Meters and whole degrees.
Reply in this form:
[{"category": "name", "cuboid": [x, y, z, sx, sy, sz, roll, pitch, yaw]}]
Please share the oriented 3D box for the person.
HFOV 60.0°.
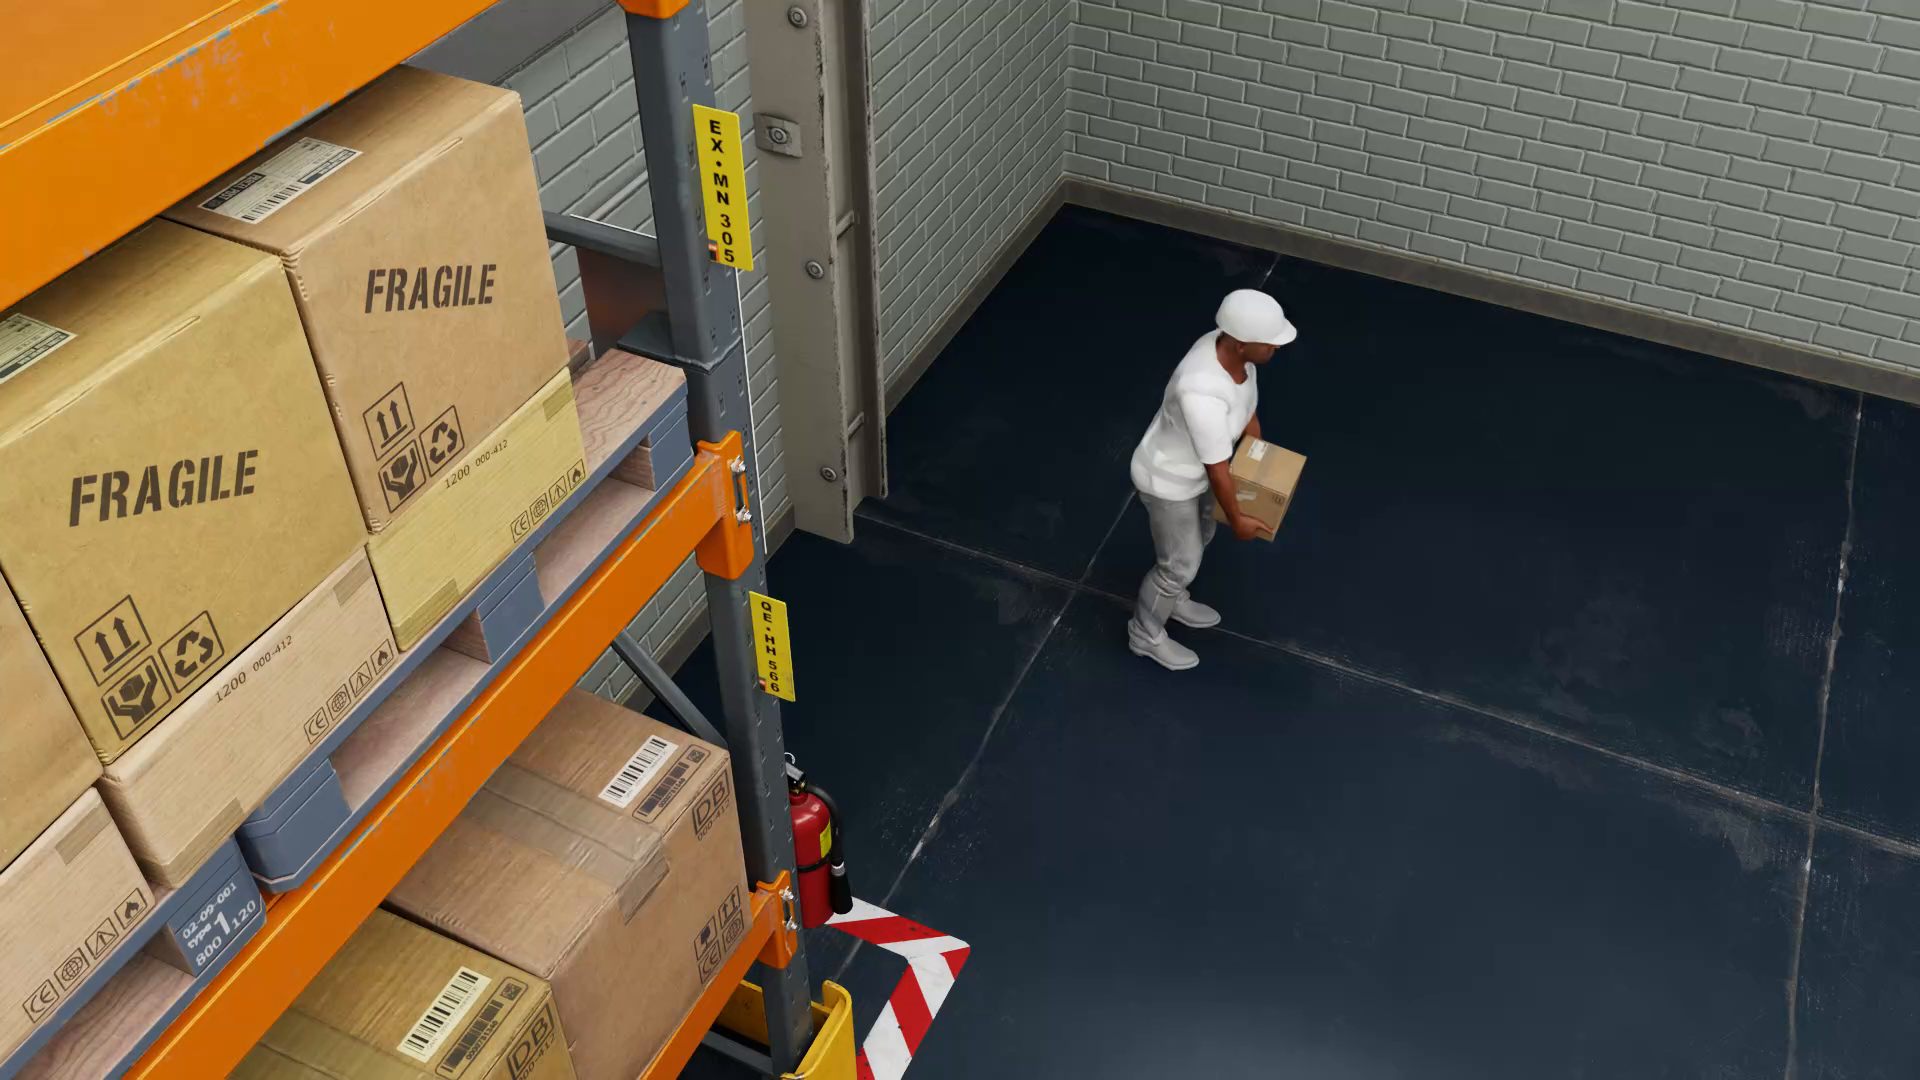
[{"category": "person", "cuboid": [0.972, -0.517, 6.176, 0.602, 0.980, 0.497, 17, 44, 18]}]
